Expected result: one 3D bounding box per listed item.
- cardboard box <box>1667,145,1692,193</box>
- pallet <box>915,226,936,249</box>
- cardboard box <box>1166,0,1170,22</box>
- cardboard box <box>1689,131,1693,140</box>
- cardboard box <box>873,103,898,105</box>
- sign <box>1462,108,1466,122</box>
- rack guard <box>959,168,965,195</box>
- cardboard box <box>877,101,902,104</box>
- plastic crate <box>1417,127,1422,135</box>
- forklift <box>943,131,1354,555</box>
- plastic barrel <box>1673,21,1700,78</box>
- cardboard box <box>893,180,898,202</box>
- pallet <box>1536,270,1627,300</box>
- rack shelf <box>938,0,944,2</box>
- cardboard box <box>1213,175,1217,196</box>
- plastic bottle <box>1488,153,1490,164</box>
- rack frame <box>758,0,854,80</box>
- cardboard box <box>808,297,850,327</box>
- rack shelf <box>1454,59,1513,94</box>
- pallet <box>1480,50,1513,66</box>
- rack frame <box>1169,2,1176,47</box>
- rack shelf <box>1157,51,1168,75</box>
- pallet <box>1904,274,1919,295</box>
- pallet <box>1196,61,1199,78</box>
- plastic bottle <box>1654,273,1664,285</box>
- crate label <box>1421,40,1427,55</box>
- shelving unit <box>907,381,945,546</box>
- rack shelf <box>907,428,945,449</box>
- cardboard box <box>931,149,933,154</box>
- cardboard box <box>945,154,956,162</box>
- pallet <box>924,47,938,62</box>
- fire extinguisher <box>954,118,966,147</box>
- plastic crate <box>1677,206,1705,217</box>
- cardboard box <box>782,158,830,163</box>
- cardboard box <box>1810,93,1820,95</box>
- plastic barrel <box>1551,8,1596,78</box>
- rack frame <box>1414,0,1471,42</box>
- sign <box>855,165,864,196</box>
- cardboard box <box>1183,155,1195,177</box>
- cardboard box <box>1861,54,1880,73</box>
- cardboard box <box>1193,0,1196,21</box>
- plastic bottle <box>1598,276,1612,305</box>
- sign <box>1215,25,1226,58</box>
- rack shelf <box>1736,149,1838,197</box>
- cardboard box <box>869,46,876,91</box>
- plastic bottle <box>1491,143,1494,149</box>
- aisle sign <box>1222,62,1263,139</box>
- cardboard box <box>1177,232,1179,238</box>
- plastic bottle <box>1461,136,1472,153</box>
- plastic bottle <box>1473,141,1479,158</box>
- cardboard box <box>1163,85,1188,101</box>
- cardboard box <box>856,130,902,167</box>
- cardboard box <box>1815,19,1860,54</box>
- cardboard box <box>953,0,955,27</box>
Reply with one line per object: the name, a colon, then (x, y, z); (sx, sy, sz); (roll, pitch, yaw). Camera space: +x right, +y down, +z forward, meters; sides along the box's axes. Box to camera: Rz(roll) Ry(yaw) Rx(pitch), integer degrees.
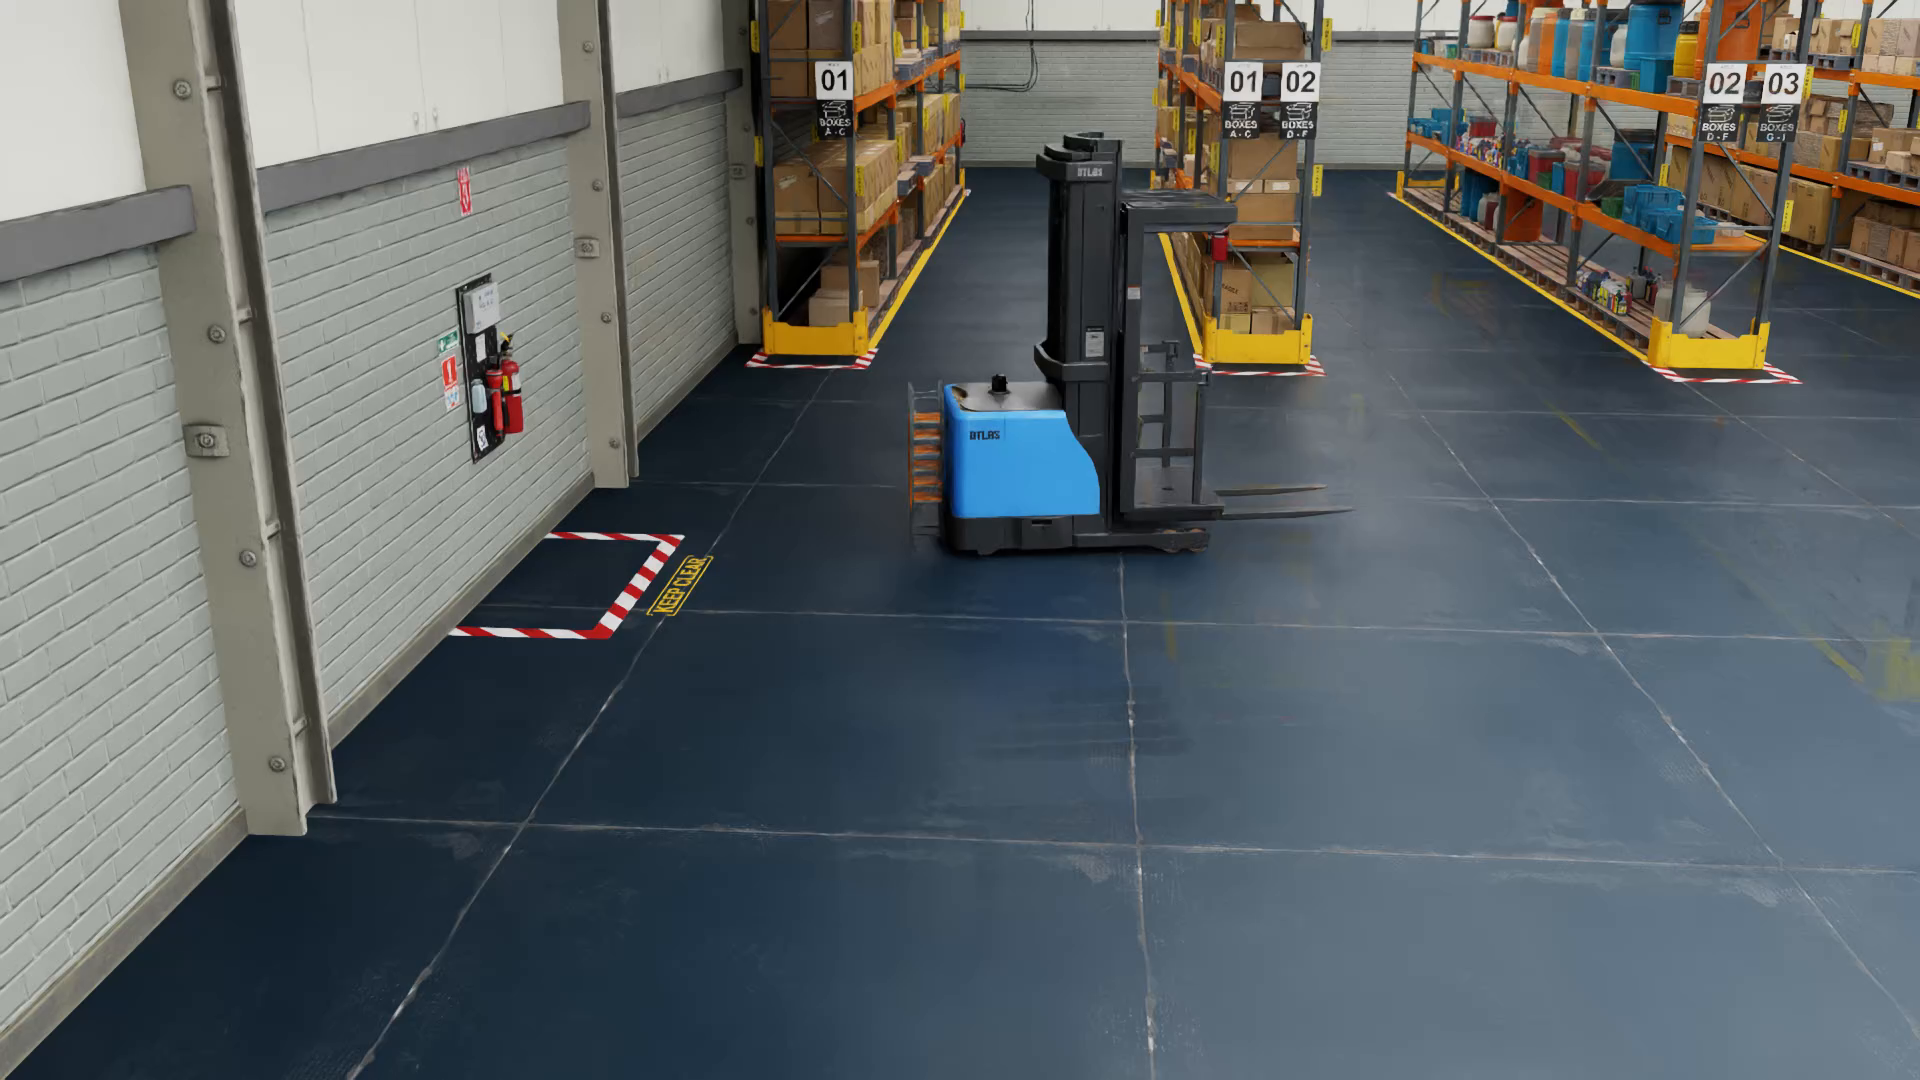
cardboard box: (14.355, -7.174, 32.239); (0.875, 0.875, 0.875); (1, 18, 4)
pallet: (-0.942, -4.950, 27.191); (1.003, 0.211, 1.213); (1, 18, 4)
cardboard box: (4.300, -10.042, 31.669); (0.700, 0.500, 0.500); (1, 18, 4)
cardboard box: (13.877, -7.563, 31.092); (0.380, 0.149, 0.250); (1, 18, 3)
cardboard box: (-1.259, -6.894, 26.771); (0.500, 0.250, 0.500); (1, 18, 2)
sign: (9.931, -8.366, 32.875); (0.100, 0.325, 0.005); (1, 18, 4)
rack guard: (-0.499, -7.336, 34.010); (1.175, 0.500, 0.348); (1, 18, 4)
cardboard box: (-1.219, -7.054, 27.257); (0.500, 0.250, 0.500); (1, 18, 3)
plastic crate: (8.881, -7.821, 31.802); (0.250, 0.136, 0.298); (1, 18, 4)
forklift: (1.398, -1.460, 12.172); (3.031, 2.935, 1.130); (-2, 18, -6)
plastic barrel: (8.189, -5.398, 18.285); (0.600, 0.588, 0.600); (0, 18, 0)
cardboard box: (-1.092, -4.574, 21.774); (0.500, 0.250, 0.500); (1, 18, 4)
pallet: (8.539, -3.488, 22.730); (1.003, 0.211, 1.213); (1, 18, 4)
rack shelf: (-0.930, -8.972, 27.151); (1.077, 0.370, 4.000); (1, 18, 4)
cardboard box: (3.484, -4.270, 20.477); (0.700, 0.500, 0.500); (2, 18, 5)
plastic bottle: (8.489, -6.110, 26.572); (0.097, 0.201, 0.097); (0, 18, 0)
rack frame: (-1.647, -6.398, 17.498); (1.000, 3.000, 0.127); (1, 18, 4)
cardboard box: (-1.508, -2.692, 19.432); (0.500, 0.311, 0.500); (-1, 18, -2)
rack shelf: (8.951, -7.516, 26.881); (1.077, 0.370, 4.000); (1, 18, 4)
pallet: (9.057, -7.791, 26.869); (1.003, 0.211, 1.213); (1, 18, 4)
rack frame: (4.154, -10.016, 28.538); (1.000, 3.000, 0.127); (1, 18, 4)
rack shelf: (4.298, -8.870, 31.013); (1.077, 0.370, 4.000); (1, 18, 4)
pallet: (13.516, -3.375, 22.384); (1.003, 0.211, 1.213); (1, 18, 4)
pallet: (3.631, -6.289, 22.289); (0.805, 0.209, 1.217); (1, 18, 2)
plastic bottle: (8.725, -3.153, 20.775); (0.144, 0.351, 0.185); (1, 18, 4)
crate label: (8.993, -9.371, 31.626); (0.408, 0.251, 0.502); (1, 18, 4)
shelving unit: (-0.247, -0.558, 12.198); (0.258, 1.200, 0.189); (-2, 18, -6)
rack shelf: (-0.248, -0.744, 12.137); (0.258, 0.103, 0.180); (-2, 18, -6)
cardboard box: (-0.664, -6.660, 28.301); (0.380, 0.149, 0.250); (1, 18, 2)
cardboard box: (-0.278, -7.573, 33.016); (0.380, 0.149, 0.250); (1, 18, 3)
pallet: (-0.804, -8.323, 28.497); (0.805, 0.209, 1.217); (1, 18, 2)
fire extinguisher: (-0.029, -8.339, 33.779); (0.296, 0.674, 0.183); (1, 18, 4)
plastic crate: (8.657, -3.933, 20.033); (0.530, 0.136, 0.437); (1, 18, 4)
cardboard box: (-1.780, -4.149, 19.273); (0.500, 0.500, 0.500); (2, 18, 5)
cardboard box: (13.997, -7.268, 28.016); (0.797, 0.503, 0.637); (1, 18, 2)
plastic barrel: (8.435, -6.801, 22.740); (0.600, 0.901, 0.708); (1, 18, 4)
rack frame: (9.381, -11.146, 31.989); (1.000, 3.000, 0.127); (1, 18, 4)
sign: (-1.106, -3.947, 18.261); (0.100, 0.325, 0.005); (1, 18, 4)
cardboard box: (3.610, -5.607, 24.860); (0.500, 0.311, 0.500); (1, 18, 3)
cardboard box: (13.460, -6.914, 24.131); (0.500, 0.250, 0.500); (2, 18, 5)
cardboard box: (3.978, -8.323, 26.423); (0.500, 0.500, 0.500); (1, 18, 4)
plastic bottle: (8.005, -3.087, 20.574); (0.144, 0.351, 0.185); (1, 18, 3)
sign: (2.754, -5.263, 17.556); (0.100, 0.325, 0.005); (1, 18, 4)
rack shelf: (13.891, -5.980, 27.010); (1.077, 0.370, 4.000); (1, 18, 4)
cardboard box: (-1.267, -5.456, 19.245); (0.500, 0.500, 0.500); (2, 18, 6)
plastic bottle: (8.650, -6.300, 27.019); (0.061, 0.283, 0.133); (1, 18, 4)
aisle sign: (2.996, -4.660, 17.651); (0.394, 0.787, 0.004); (1, 18, 4)
cardboard box: (3.469, -4.604, 24.498); (0.500, 0.311, 0.500); (1, 18, 2)
plastic bottle: (8.655, -6.745, 28.391); (0.152, 0.276, 0.135); (1, 18, 4)
plastic bottle: (8.563, -6.462, 27.533); (0.097, 0.271, 0.097); (0, 18, 0)
cardboard box: (3.966, -8.010, 30.284); (0.500, 0.500, 0.500); (1, 18, 3)
cardboard box: (-1.227, -5.582, 23.775); (0.700, 0.500, 0.500); (4, 19, 11)
cardboard box: (13.694, -7.834, 25.862); (0.500, 0.500, 0.500); (2, 18, 7)
cardboard box: (-0.356, -9.924, 31.275); (0.500, 0.500, 0.500); (0, 18, 1)
